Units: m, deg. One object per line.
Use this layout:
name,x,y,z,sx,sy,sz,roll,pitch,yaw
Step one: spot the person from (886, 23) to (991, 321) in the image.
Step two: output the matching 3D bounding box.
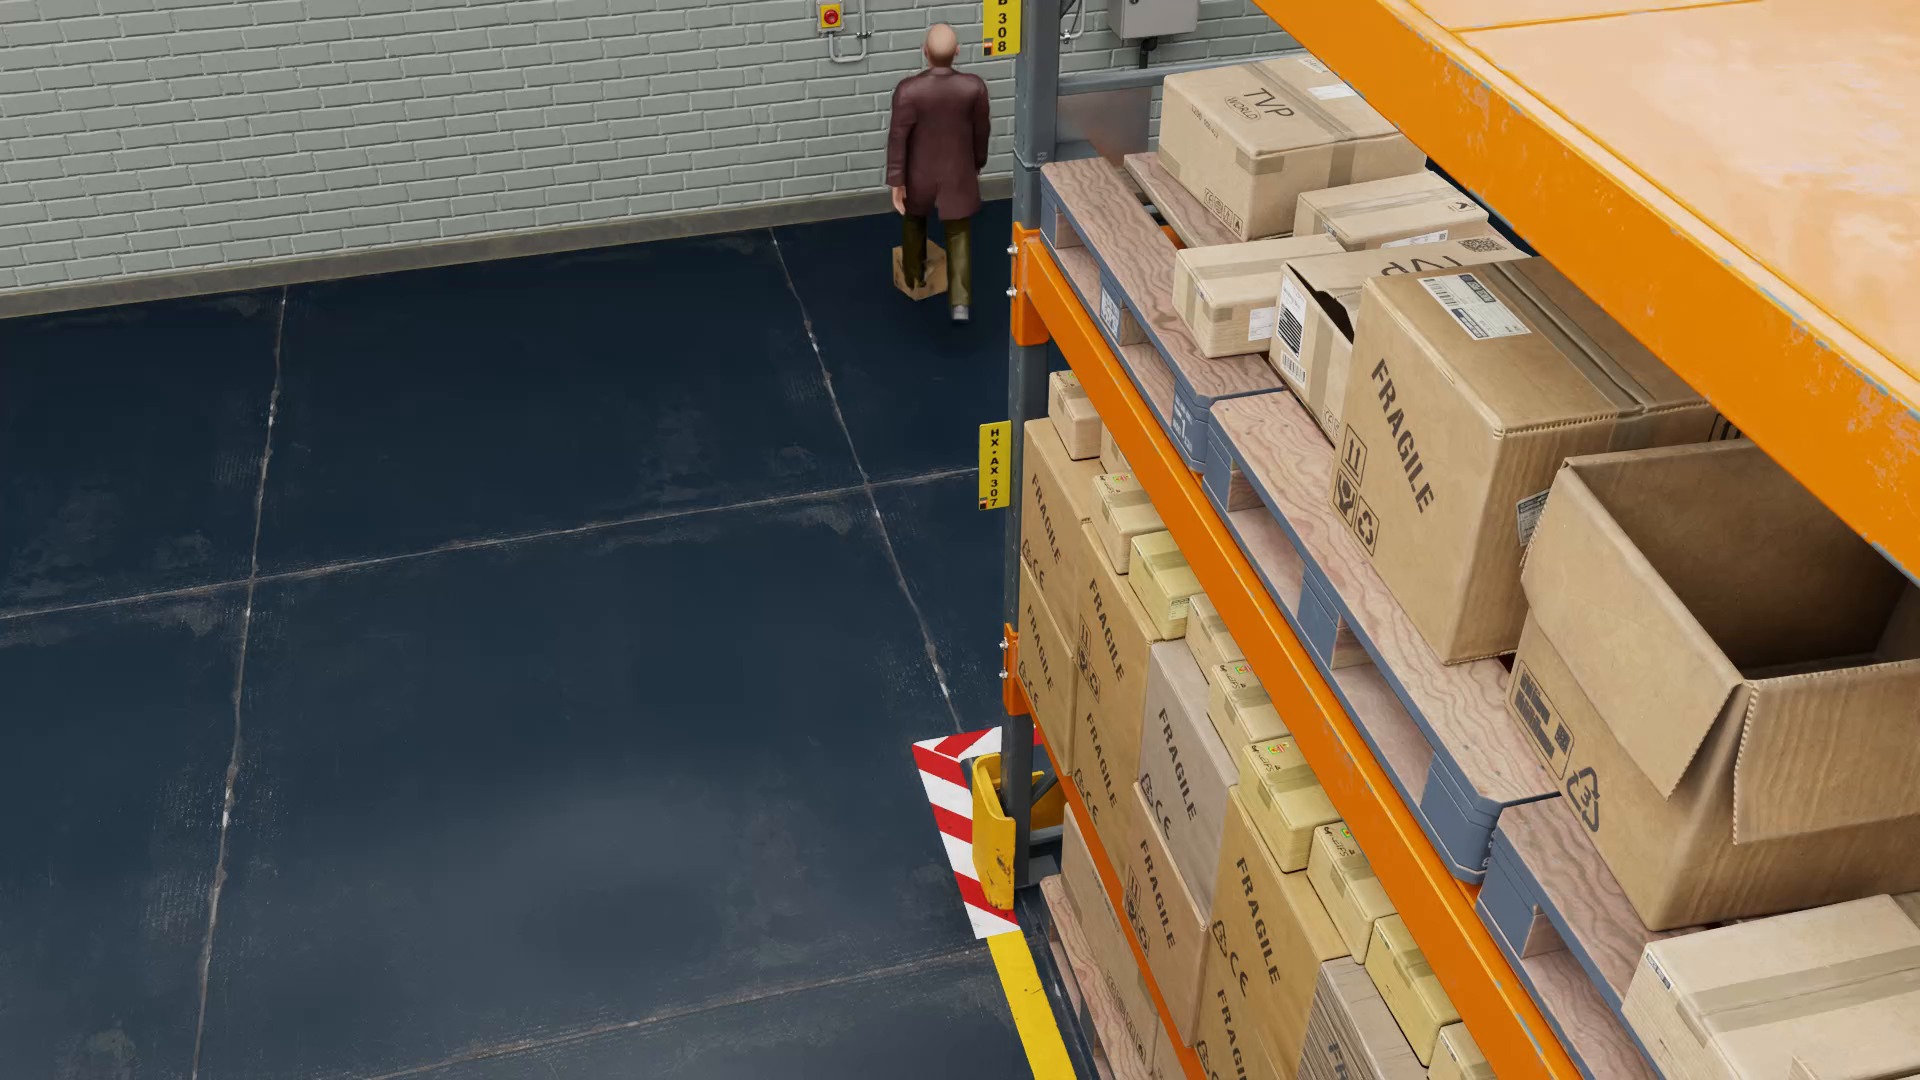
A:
person,-0.126,-2.077,9.417,0.601,1.743,0.994,-3,38,-3
